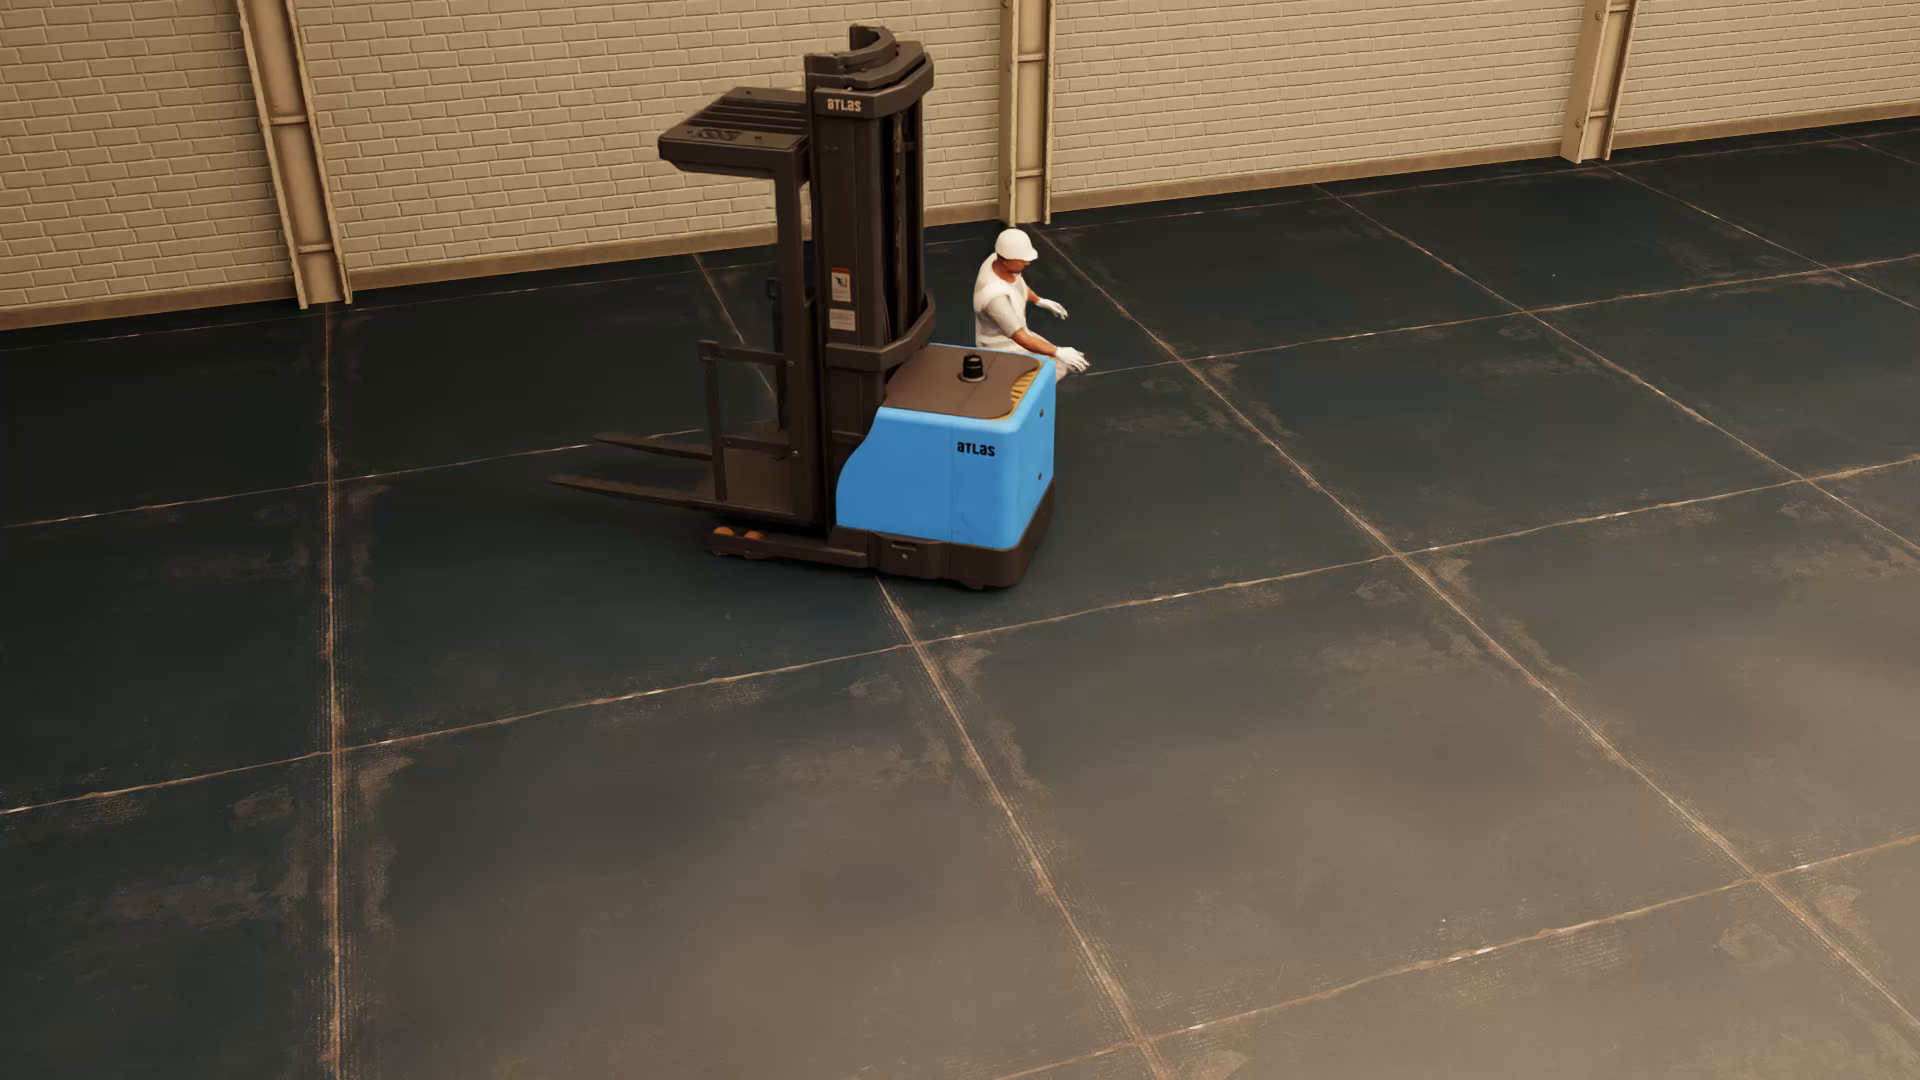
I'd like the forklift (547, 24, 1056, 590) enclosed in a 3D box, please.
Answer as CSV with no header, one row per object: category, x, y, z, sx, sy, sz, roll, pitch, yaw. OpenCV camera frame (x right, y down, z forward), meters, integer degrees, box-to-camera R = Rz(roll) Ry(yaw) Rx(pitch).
forklift,-0.998,-1.394,9.510,3.031,2.935,1.130,8,31,14

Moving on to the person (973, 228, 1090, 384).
person,0.473,-1.239,10.566,0.776,1.568,0.873,5,30,9
